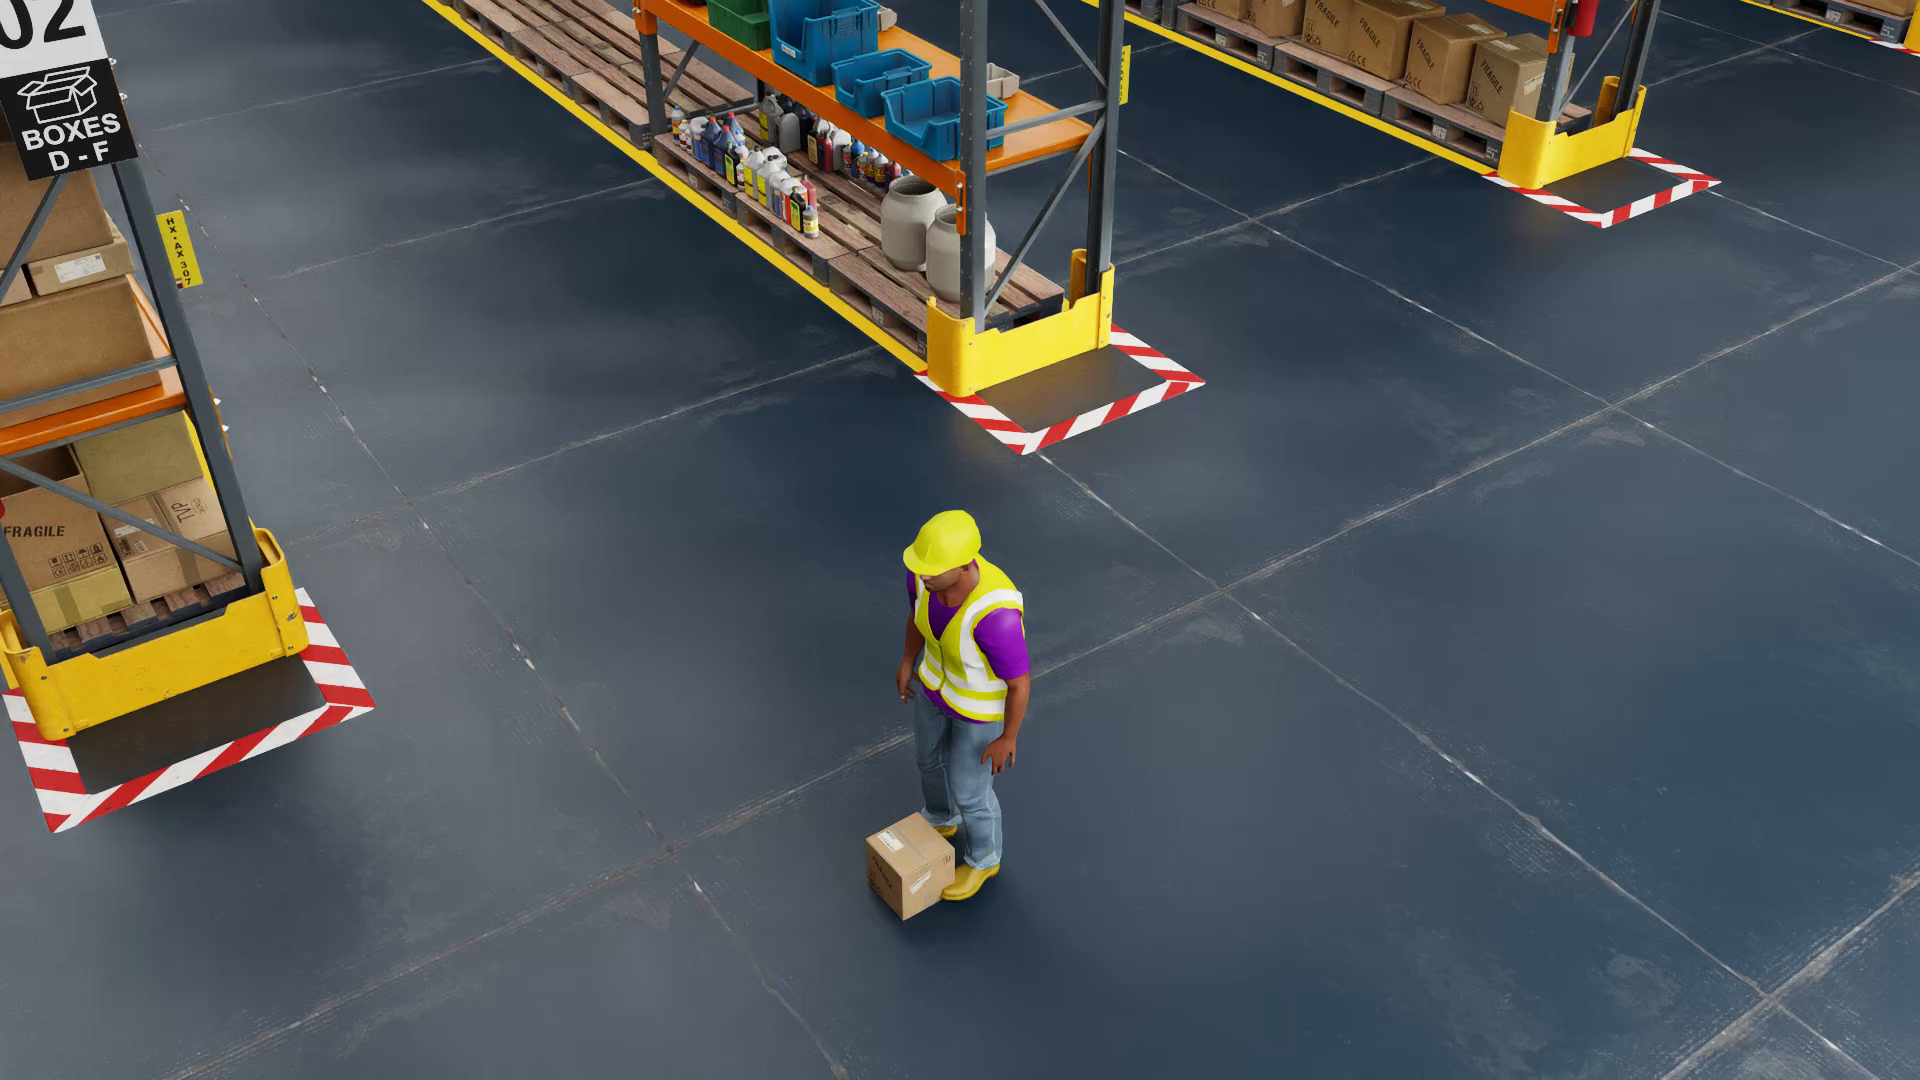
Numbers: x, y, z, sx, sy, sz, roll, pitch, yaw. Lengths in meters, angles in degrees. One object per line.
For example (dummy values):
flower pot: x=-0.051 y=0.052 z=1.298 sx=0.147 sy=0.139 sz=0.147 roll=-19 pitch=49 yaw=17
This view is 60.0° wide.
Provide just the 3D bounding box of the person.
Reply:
person: x=-0.010 y=0.593 z=6.177 sx=0.461 sy=1.759 sz=0.634 roll=-25 pitch=43 yaw=-30
